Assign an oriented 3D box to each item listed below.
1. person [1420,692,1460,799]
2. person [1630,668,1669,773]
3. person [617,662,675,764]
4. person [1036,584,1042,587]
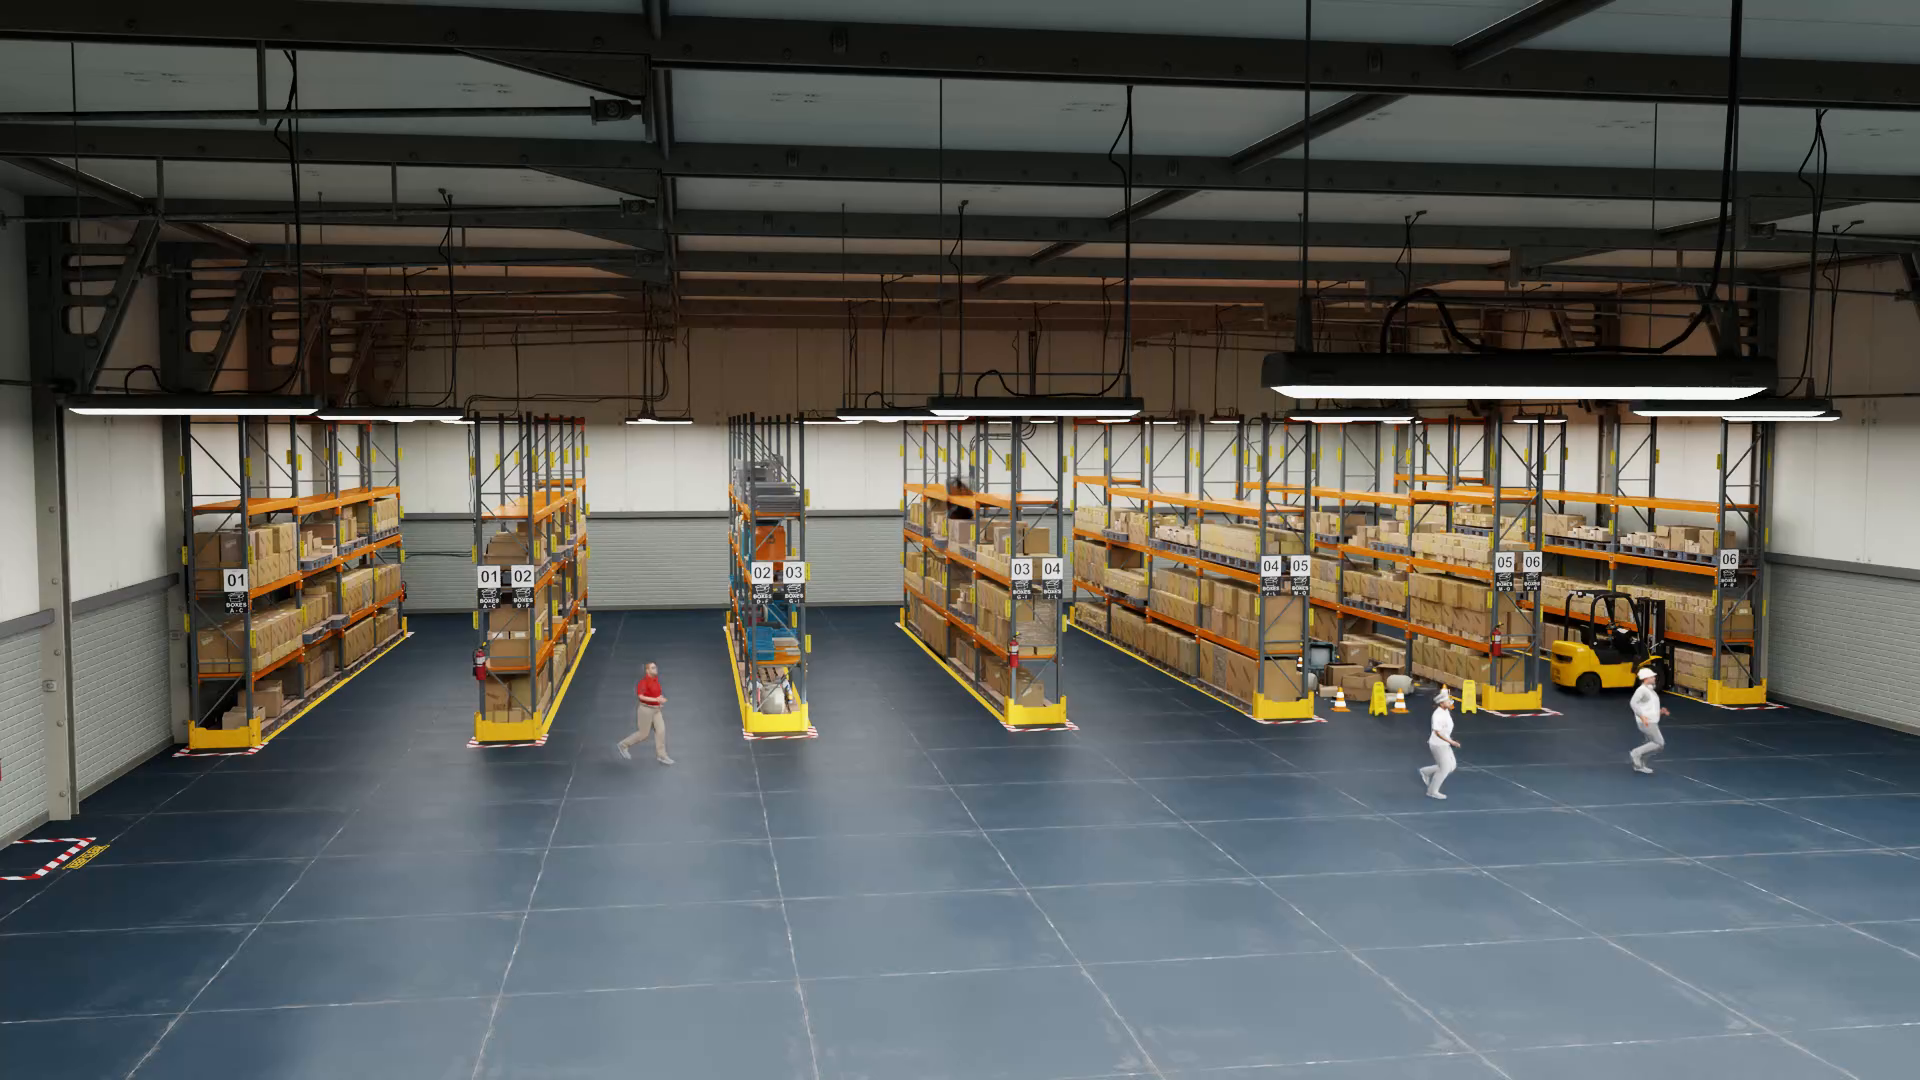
[{"bbox_3d":[7.423,3.156,25.690,0.631,1.664,0.589,2,4,27],"label":"person"},{"bbox_3d":[11.392,2.992,27.448,0.566,1.731,0.600,3,5,34],"label":"person"},{"bbox_3d":[-5.328,2.944,28.315,0.969,1.742,0.672,1,4,17],"label":"person"},{"bbox_3d":[2.204,1.731,47.089,0.677,1.588,0.476,0,4,-1],"label":"person"}]
